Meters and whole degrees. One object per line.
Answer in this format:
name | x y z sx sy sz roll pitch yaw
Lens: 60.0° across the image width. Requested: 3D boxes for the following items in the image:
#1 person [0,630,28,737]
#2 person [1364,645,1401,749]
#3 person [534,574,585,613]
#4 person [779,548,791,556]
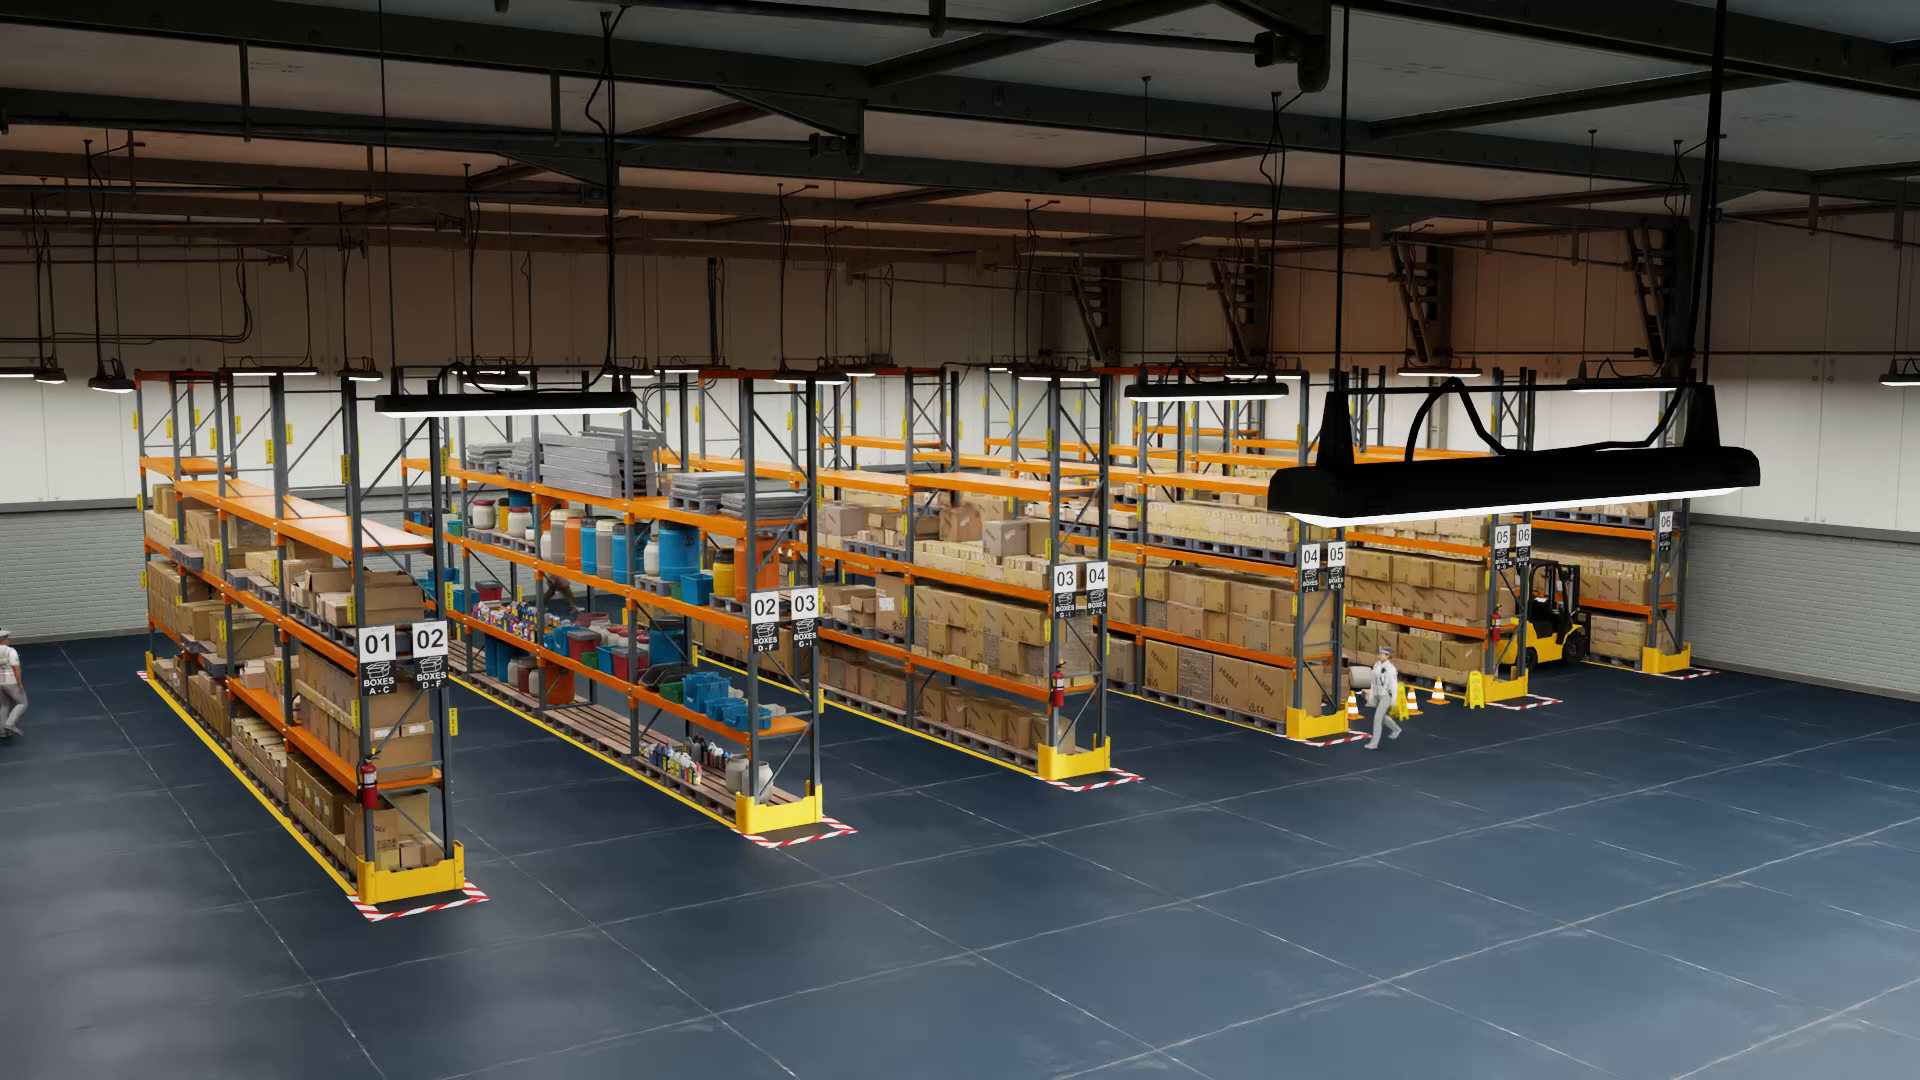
person | -15.710 2.378 27.342 0.576 1.756 0.509 1 6 6
person | 6.828 2.491 26.699 0.970 1.645 0.486 -4 8 -33
person | -9.755 0.924 40.393 1.206 1.718 0.559 -2 7 -15
person | -4.341 0.793 41.333 0.589 1.698 1.093 0 6 2
